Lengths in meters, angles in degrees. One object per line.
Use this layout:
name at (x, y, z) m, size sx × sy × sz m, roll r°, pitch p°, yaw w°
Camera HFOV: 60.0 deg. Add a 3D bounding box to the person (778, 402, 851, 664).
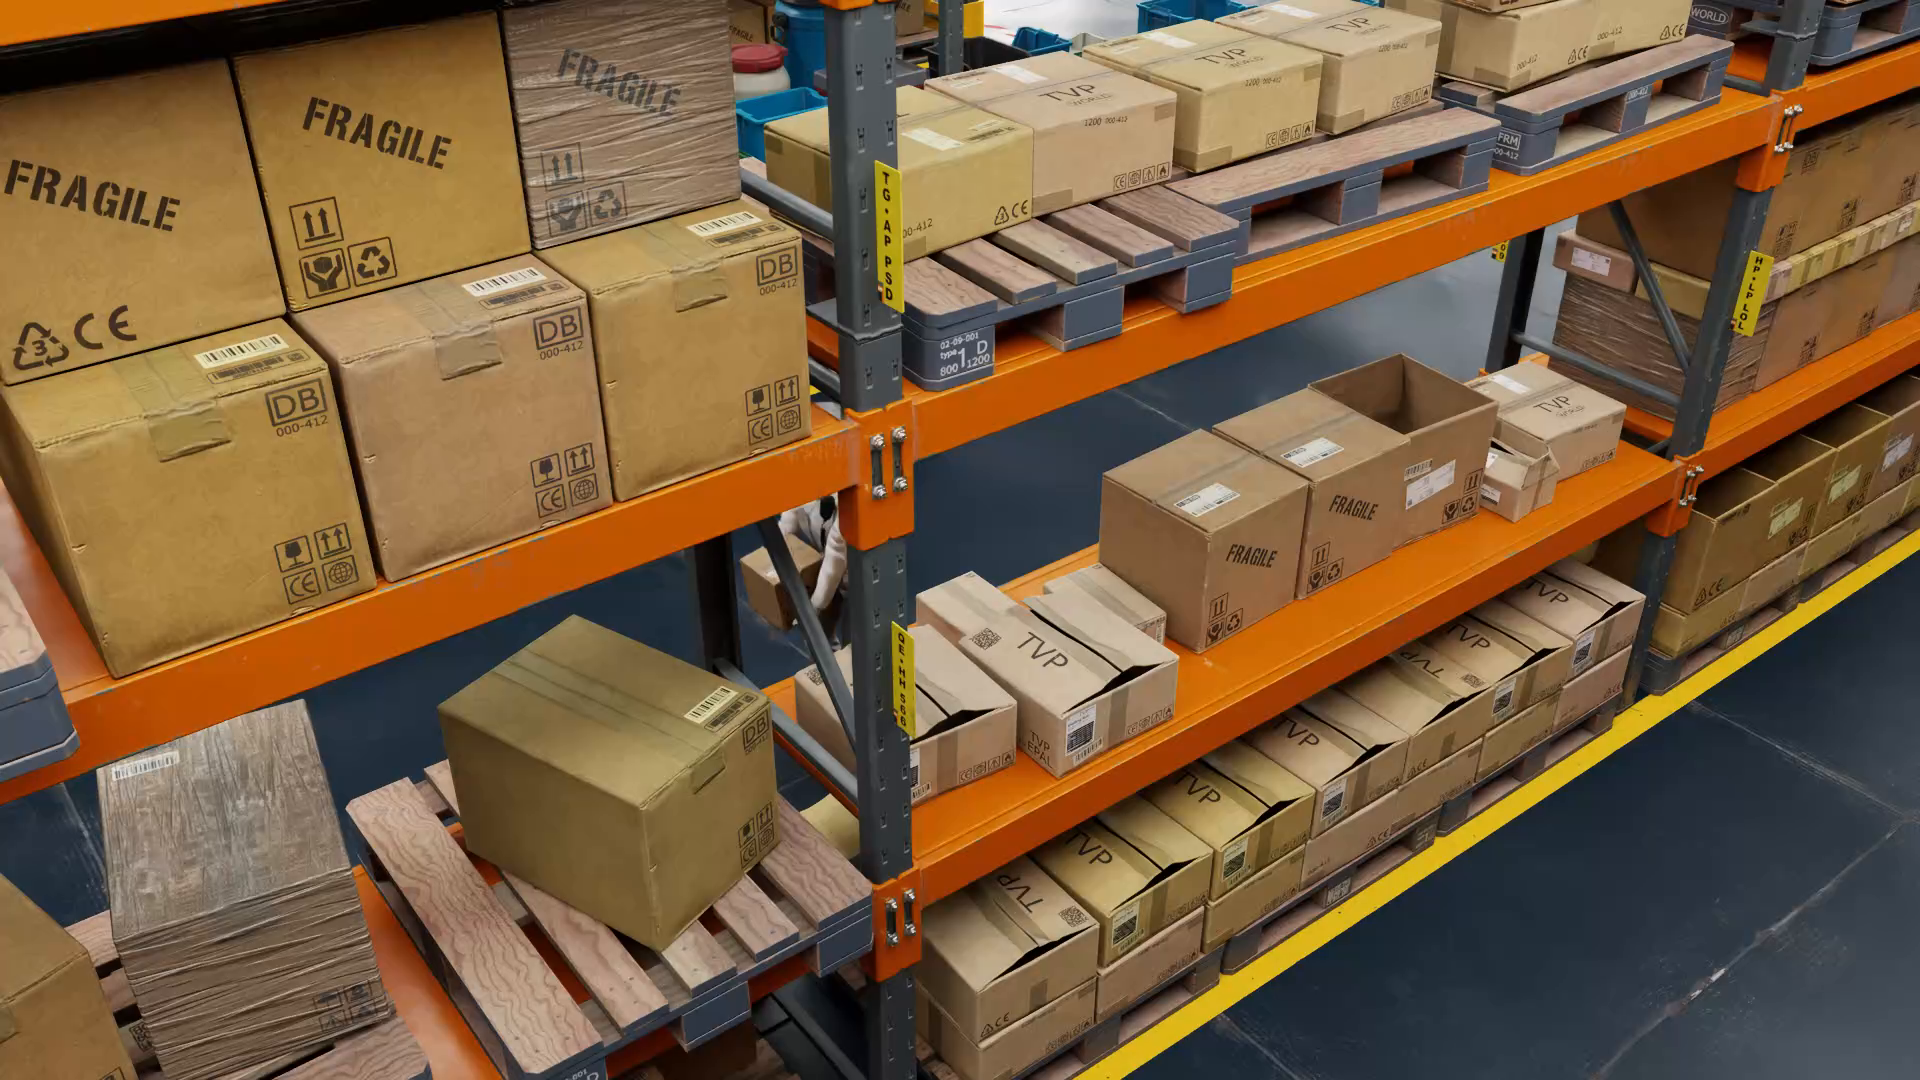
person at (-0.538, 0.180, 6.861) m, size 0.541 × 1.664 × 0.417 m, roll -24°, pitch 39°, yaw -33°
